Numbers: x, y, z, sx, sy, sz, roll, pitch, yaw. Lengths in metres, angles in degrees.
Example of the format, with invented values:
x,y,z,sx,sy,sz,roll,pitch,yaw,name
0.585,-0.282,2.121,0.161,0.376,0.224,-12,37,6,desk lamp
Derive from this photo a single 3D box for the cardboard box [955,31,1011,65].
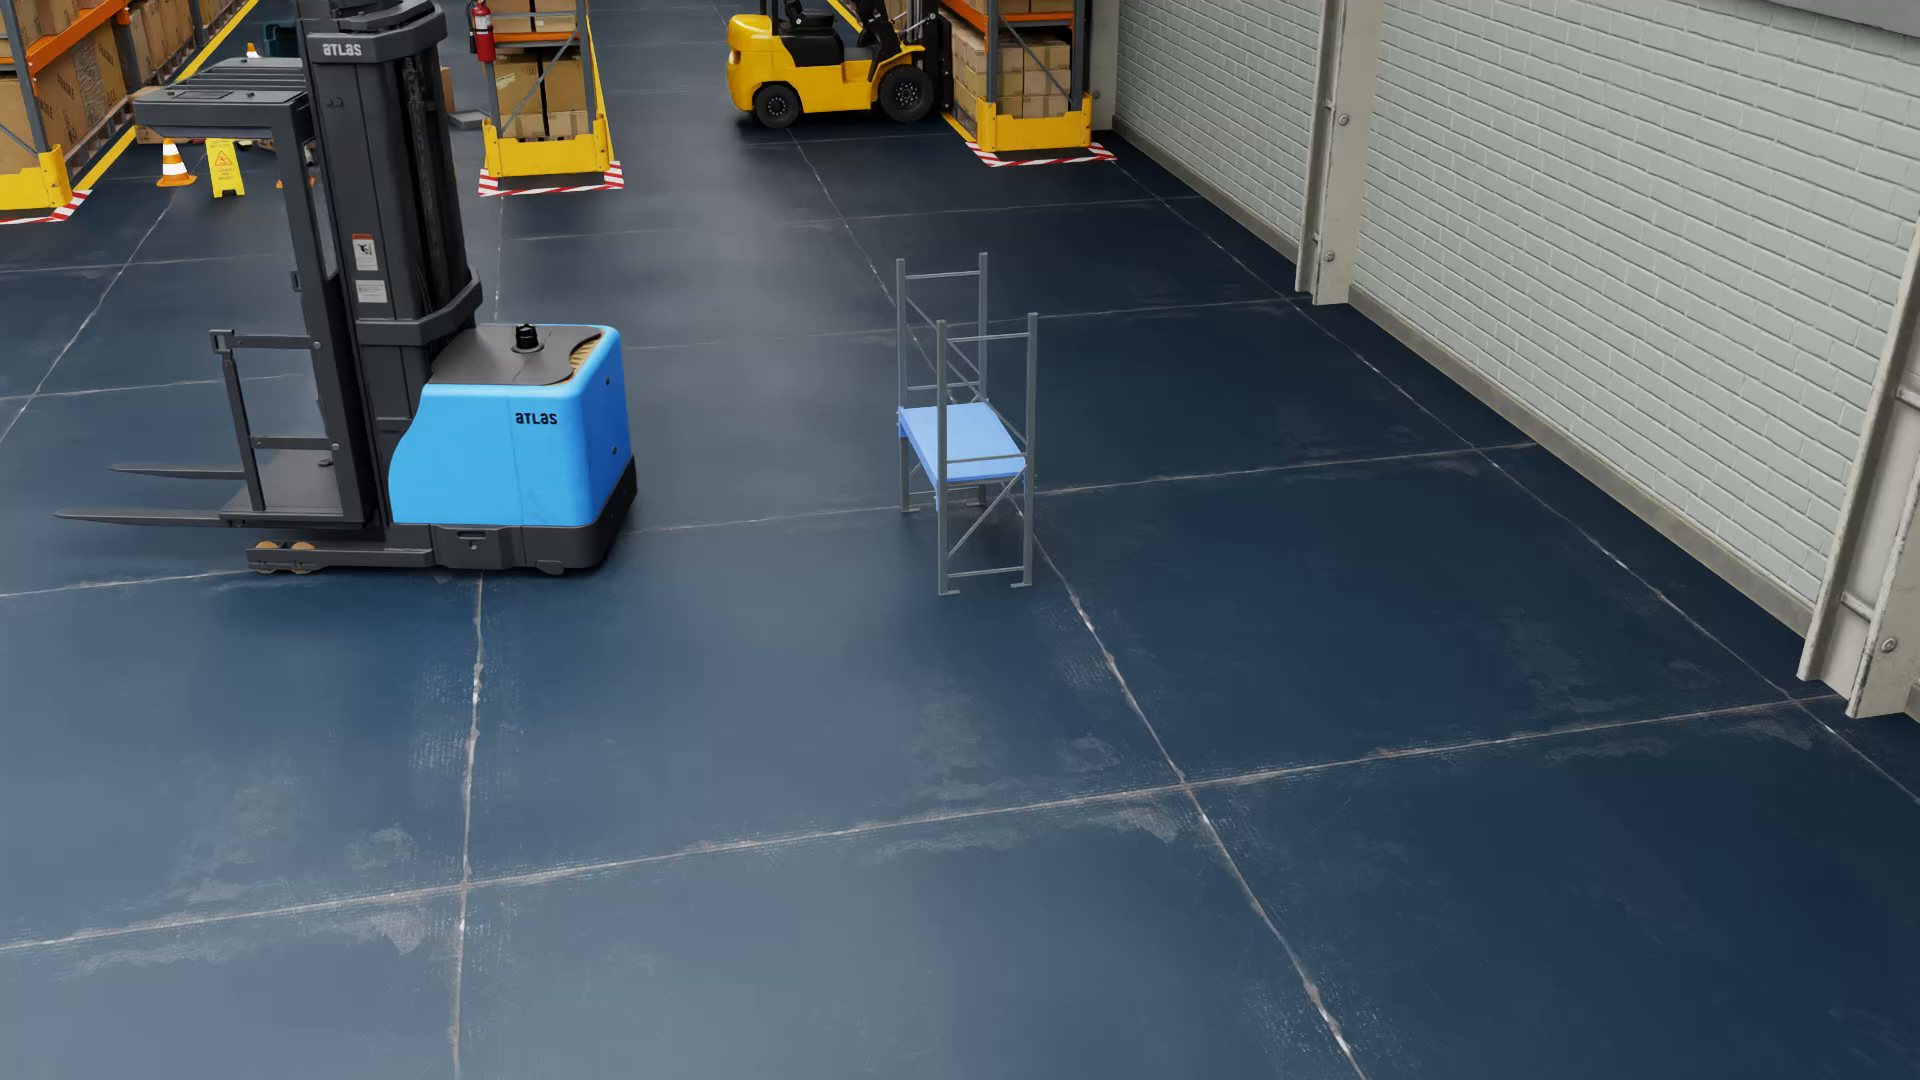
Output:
x,y,z,sx,sy,sz,roll,pitch,yaw,name
0.244,-5.293,17.883,0.500,0.250,0.500,-5,27,-11,cardboard box

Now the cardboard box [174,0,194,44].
x,y,z,sx,sy,sz,roll,pitch,yaw,name
-10.616,-6.858,21.539,1.050,0.750,0.750,-6,27,-12,cardboard box

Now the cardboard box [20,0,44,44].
x,y,z,sx,sy,sz,roll,pitch,yaw,name
-9.135,-4.904,15.470,0.875,0.550,0.550,-6,27,-12,cardboard box

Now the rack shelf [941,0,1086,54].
x,y,z,sx,sy,sz,roll,pitch,yaw,name
0.322,-6.049,18.704,1.077,0.370,4.000,-6,27,-12,rack shelf

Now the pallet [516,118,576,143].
x,y,z,sx,sy,sz,roll,pitch,yaw,name
-4.228,-4.135,17.209,1.003,0.211,1.213,-6,27,-12,pallet

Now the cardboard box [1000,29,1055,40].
x,y,z,sx,sy,sz,roll,pitch,yaw,name
0.733,-5.348,17.992,0.500,0.250,0.500,-6,27,-12,cardboard box

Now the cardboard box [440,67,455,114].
x,y,z,sx,sy,sz,roll,pitch,yaw,name
-6.048,-5.019,18.636,0.500,0.500,0.500,13,30,24,cardboard box

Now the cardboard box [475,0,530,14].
x,y,z,sx,sy,sz,roll,pitch,yaw,name
-4.453,-5.374,16.128,0.500,0.500,0.500,-6,27,-13,cardboard box

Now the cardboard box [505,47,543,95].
x,y,z,sx,sy,sz,roll,pitch,yaw,name
-4.618,-4.835,17.254,0.500,0.500,0.500,-5,27,-10,cardboard box

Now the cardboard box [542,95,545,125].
x,y,z,sx,sy,sz,roll,pitch,yaw,name
-4.616,-4.502,17.426,0.500,0.250,0.500,-6,27,-11,cardboard box

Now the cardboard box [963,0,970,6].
x,y,z,sx,sy,sz,roll,pitch,yaw,name
0.298,-5.955,17.608,0.500,0.500,0.500,-5,27,-10,cardboard box

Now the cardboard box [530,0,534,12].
x,y,z,sx,sy,sz,roll,pitch,yaw,name
-4.565,-5.468,17.034,0.380,0.149,0.250,-6,27,-11,cardboard box

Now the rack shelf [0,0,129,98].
x,y,z,sx,sy,sz,roll,pitch,yaw,name
-9.313,-4.996,16.618,1.077,0.370,4.000,-6,27,-12,rack shelf

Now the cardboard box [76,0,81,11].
x,y,z,sx,sy,sz,roll,pitch,yaw,name
-9.516,-5.614,16.876,0.875,0.550,0.550,-6,27,-12,cardboard box

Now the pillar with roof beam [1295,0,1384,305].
x,y,z,sx,sy,sz,roll,pitch,yaw,name
-1.348,-5.496,10.153,9.100,9.000,0.400,-6,27,-12,pillar with roof beam

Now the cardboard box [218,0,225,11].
x,y,z,sx,sy,sz,roll,pitch,yaw,name
-10.813,-7.805,23.692,0.500,0.500,0.500,-7,28,-13,cardboard box

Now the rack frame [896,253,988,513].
x,y,z,sx,sy,sz,roll,pitch,yaw,name
-0.095,-0.855,9.280,0.500,1.500,0.032,-6,27,-12,rack frame

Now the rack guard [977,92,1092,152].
x,y,z,sx,sy,sz,roll,pitch,yaw,name
0.778,-4.366,17.345,1.175,0.500,0.348,-6,27,-12,rack guard

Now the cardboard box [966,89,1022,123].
x,y,z,sx,sy,sz,roll,pitch,yaw,name
0.359,-4.626,17.672,0.500,0.250,0.500,-6,27,-11,cardboard box

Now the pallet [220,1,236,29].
x,y,z,sx,sy,sz,roll,pitch,yaw,name
-11.111,-7.584,24.042,1.003,0.211,1.213,-6,27,-12,pallet

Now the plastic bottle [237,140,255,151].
x,y,z,sx,sy,sz,roll,pitch,yaw,name
-7.462,-4.122,17.349,0.133,0.061,0.283,-16,31,-29,plastic bottle

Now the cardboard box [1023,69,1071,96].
x,y,z,sx,sy,sz,roll,pitch,yaw,name
0.869,-4.903,17.665,0.500,0.250,0.500,-5,27,-11,cardboard box

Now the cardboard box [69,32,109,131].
x,y,z,sx,sy,sz,roll,pitch,yaw,name
-9.483,-4.756,17.236,0.875,0.875,0.875,-6,27,-11,cardboard box

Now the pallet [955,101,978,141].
x,y,z,sx,sy,sz,roll,pitch,yaw,name
0.560,-4.579,18.087,1.003,0.211,1.213,-6,27,-12,pallet

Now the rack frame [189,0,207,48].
x,y,z,sx,sy,sz,roll,pitch,yaw,name
-10.665,-7.951,21.675,1.000,3.000,0.127,-6,27,-12,rack frame

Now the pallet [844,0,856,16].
x,y,z,sx,sy,sz,roll,pitch,yaw,name
-1.162,-8.091,25.046,1.003,0.211,1.213,-6,27,-12,pallet

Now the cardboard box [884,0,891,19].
x,y,z,sx,sy,sz,roll,pitch,yaw,name
-0.596,-7.275,22.503,0.875,0.625,0.625,-7,28,-14,cardboard box

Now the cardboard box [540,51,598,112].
x,y,z,sx,sy,sz,roll,pitch,yaw,name
-3.981,-4.674,16.934,0.500,0.500,0.500,-7,28,-13,cardboard box

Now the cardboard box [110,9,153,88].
x,y,z,sx,sy,sz,roll,pitch,yaw,name
-9.991,-5.642,19.130,1.050,0.750,0.750,-6,27,-12,cardboard box

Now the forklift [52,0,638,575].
x,y,z,sx,sy,sz,roll,pitch,yaw,name
-3.403,-1.362,8.696,3.031,2.935,1.130,1,27,3,forklift

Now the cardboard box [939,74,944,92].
x,y,z,sx,sy,sz,roll,pitch,yaw,name
0.013,-5.292,18.991,0.500,0.250,0.500,-5,27,-10,cardboard box

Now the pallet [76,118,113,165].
x,y,z,sx,sy,sz,roll,pitch,yaw,name
-9.390,-4.072,17.084,1.003,0.211,1.213,-6,27,-12,pallet

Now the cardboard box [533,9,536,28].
x,y,z,sx,sy,sz,roll,pitch,yaw,name
-4.008,-5.154,16.411,0.380,0.149,0.250,-6,27,-11,cardboard box

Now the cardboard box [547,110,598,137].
x,y,z,sx,sy,sz,roll,pitch,yaw,name
-3.975,-4.329,17.083,0.500,0.250,0.500,-6,27,-12,cardboard box

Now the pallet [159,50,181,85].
x,y,z,sx,sy,sz,roll,pitch,yaw,name
-10.290,-5.818,20.543,1.003,0.211,1.213,-6,27,-12,pallet

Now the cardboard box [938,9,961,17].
x,y,z,sx,sy,sz,roll,pitch,yaw,name
-0.097,-5.968,19.220,0.500,0.250,0.500,-5,27,-10,cardboard box

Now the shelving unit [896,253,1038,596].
x,y,z,sx,sy,sz,roll,pitch,yaw,name
0.019,-0.632,8.838,0.538,1.500,1.048,-6,27,-12,shelving unit

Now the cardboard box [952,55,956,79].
x,y,z,sx,sy,sz,roll,pitch,yaw,name
0.119,-5.303,18.458,0.500,0.250,0.500,-7,28,-13,cardboard box

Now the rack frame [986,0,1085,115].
x,y,z,sx,sy,sz,roll,pitch,yaw,name
0.773,-5.492,16.802,1.000,3.000,0.127,-6,27,-12,rack frame

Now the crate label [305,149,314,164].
x,y,z,sx,sy,sz,roll,pitch,yaw,name
-6.659,-3.843,16.712,0.250,0.136,0.298,-23,35,-38,crate label

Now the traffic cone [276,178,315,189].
x,y,z,sx,sy,sz,roll,pitch,yaw,name
-6.421,-3.650,15.968,0.336,0.463,0.334,-6,27,-12,traffic cone
